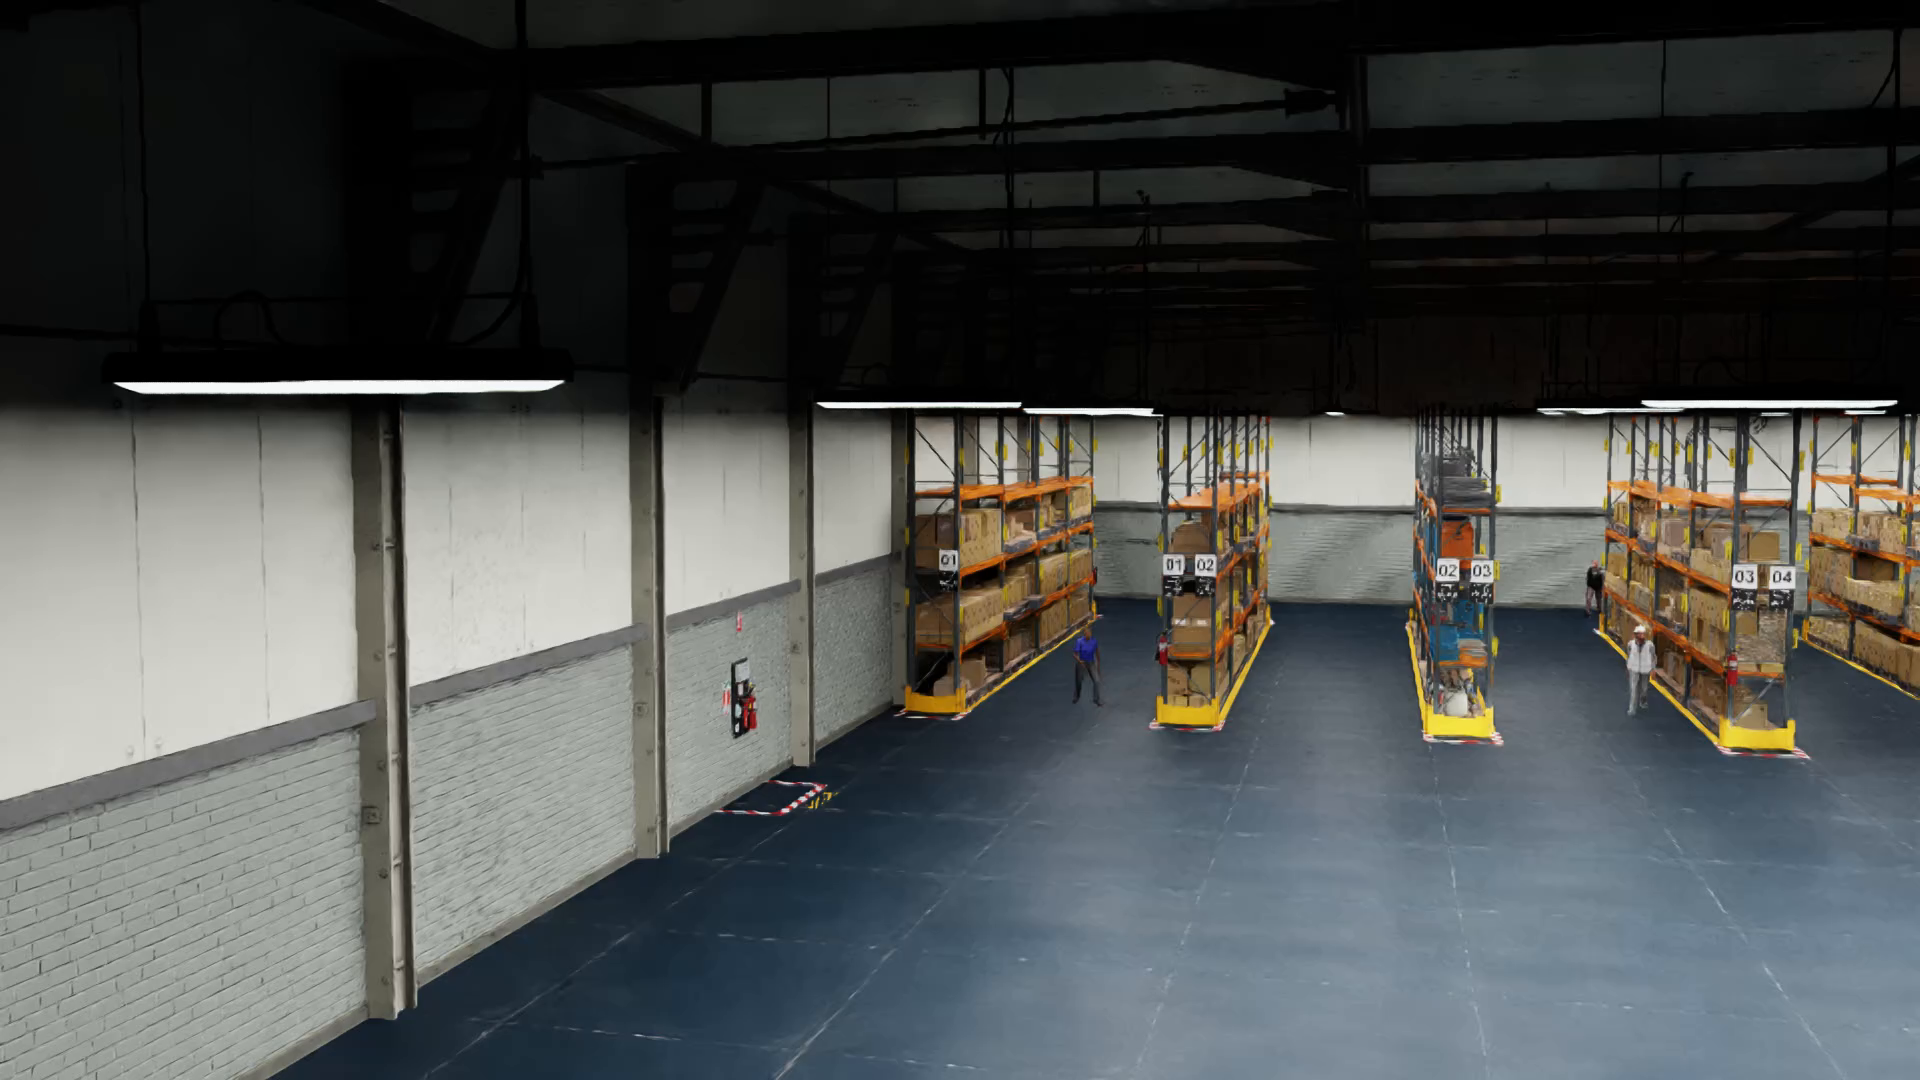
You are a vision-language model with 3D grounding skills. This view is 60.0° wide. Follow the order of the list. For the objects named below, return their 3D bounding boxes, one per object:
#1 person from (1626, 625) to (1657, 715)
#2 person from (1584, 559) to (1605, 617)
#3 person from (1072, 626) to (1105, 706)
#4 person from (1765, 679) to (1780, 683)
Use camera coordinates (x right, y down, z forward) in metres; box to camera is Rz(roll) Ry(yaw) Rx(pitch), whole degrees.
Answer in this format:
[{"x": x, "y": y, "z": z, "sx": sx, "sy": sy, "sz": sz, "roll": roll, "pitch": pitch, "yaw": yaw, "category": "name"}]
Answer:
[{"x": 13.243, "y": 2.512, "z": 32.327, "sx": 0.549, "sy": 1.741, "sz": 0.964, "roll": 2, "pitch": 4, "yaw": 21, "category": "person"}, {"x": 18.448, "y": 1.373, "z": 48.254, "sx": 0.560, "sy": 1.683, "sz": 0.926, "roll": 2, "pitch": 5, "yaw": 30, "category": "person"}, {"x": 2.553, "y": 2.493, "z": 33.334, "sx": 0.613, "sy": 1.588, "sz": 0.827, "roll": 0, "pitch": 4, "yaw": -3, "category": "person"}, {"x": 17.670, "y": 2.238, "z": 36.158, "sx": 0.433, "sy": 1.684, "sz": 0.552, "roll": -1, "pitch": 4, "yaw": -11, "category": "person"}]
